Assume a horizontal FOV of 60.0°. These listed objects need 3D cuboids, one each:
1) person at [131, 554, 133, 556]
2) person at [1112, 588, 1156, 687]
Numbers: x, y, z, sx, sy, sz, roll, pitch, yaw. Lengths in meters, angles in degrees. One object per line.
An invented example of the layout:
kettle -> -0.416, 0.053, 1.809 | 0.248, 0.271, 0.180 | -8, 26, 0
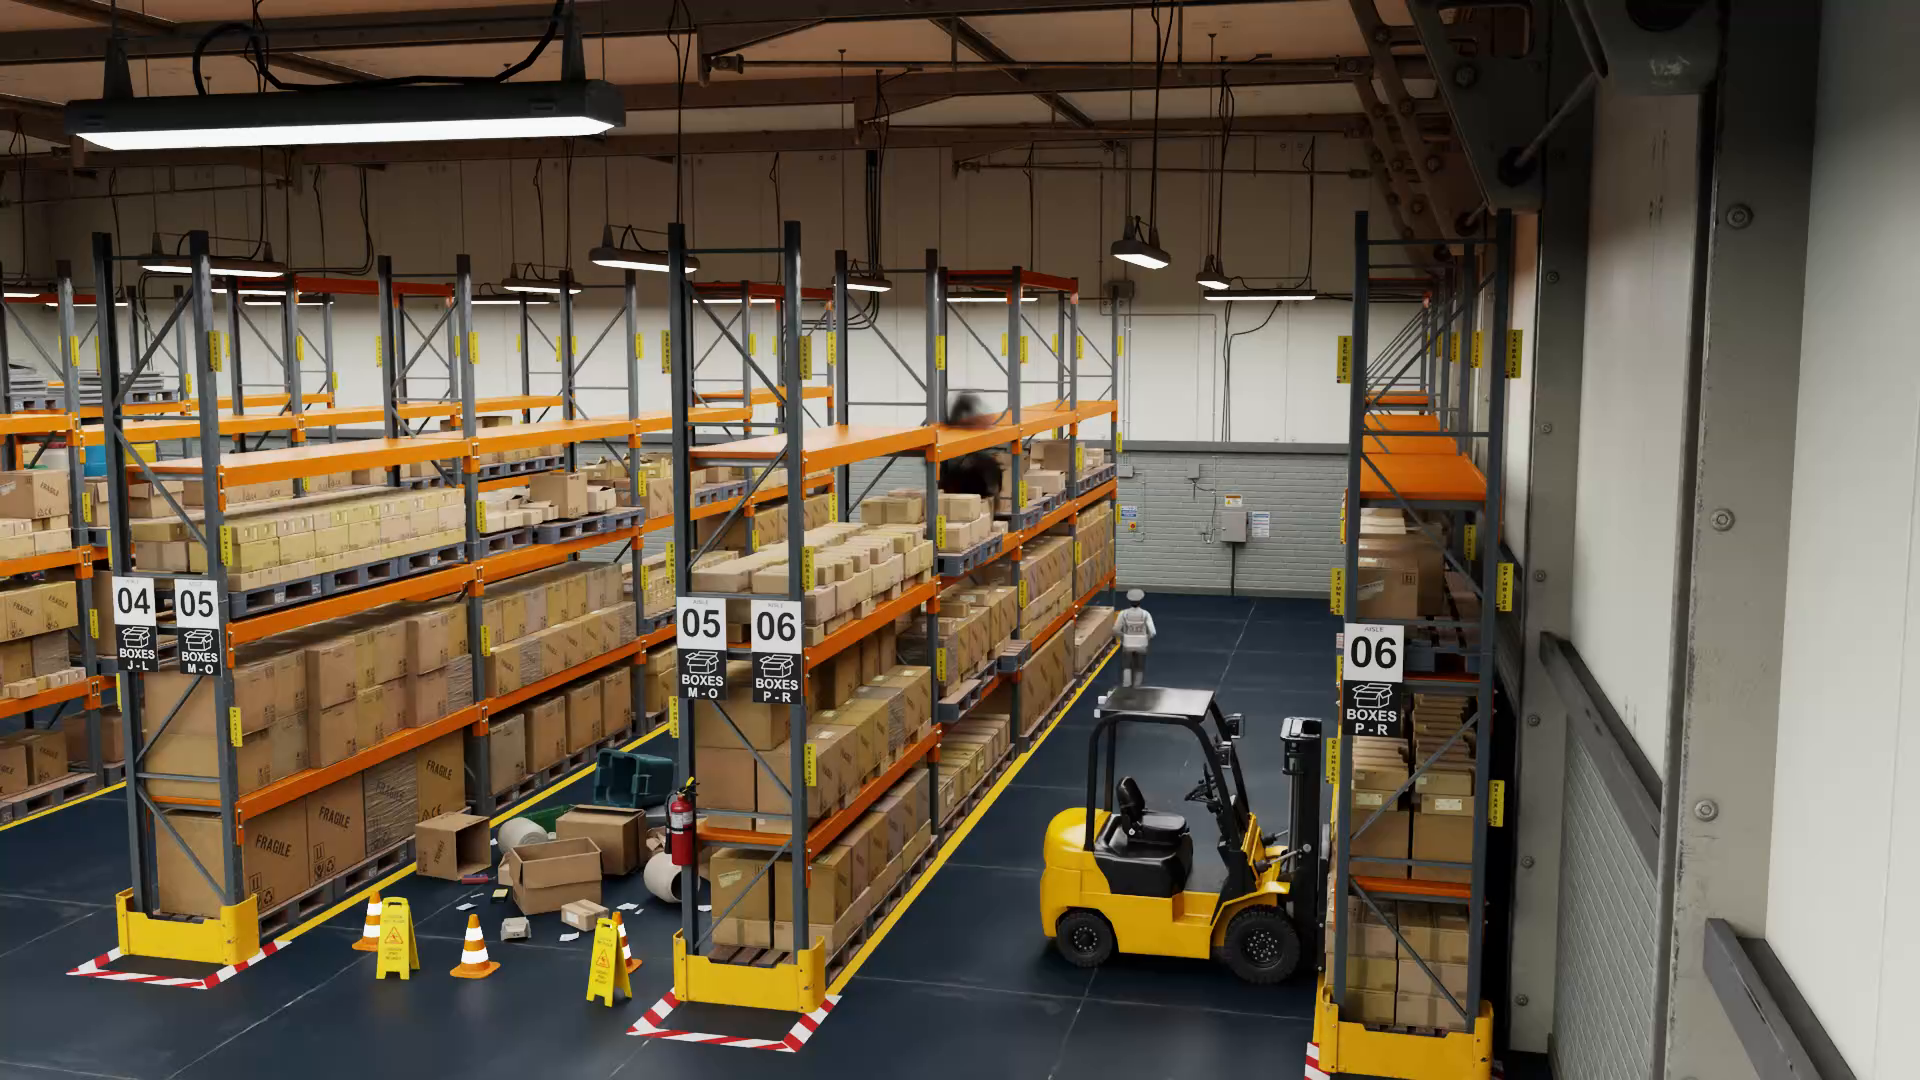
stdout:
person -> -15.535, 0.552, 31.631 | 0.553, 1.545, 0.569 | -1, 7, -5
person -> 2.457, 1.496, 23.412 | 0.611, 1.649, 0.548 | 1, 7, 10
